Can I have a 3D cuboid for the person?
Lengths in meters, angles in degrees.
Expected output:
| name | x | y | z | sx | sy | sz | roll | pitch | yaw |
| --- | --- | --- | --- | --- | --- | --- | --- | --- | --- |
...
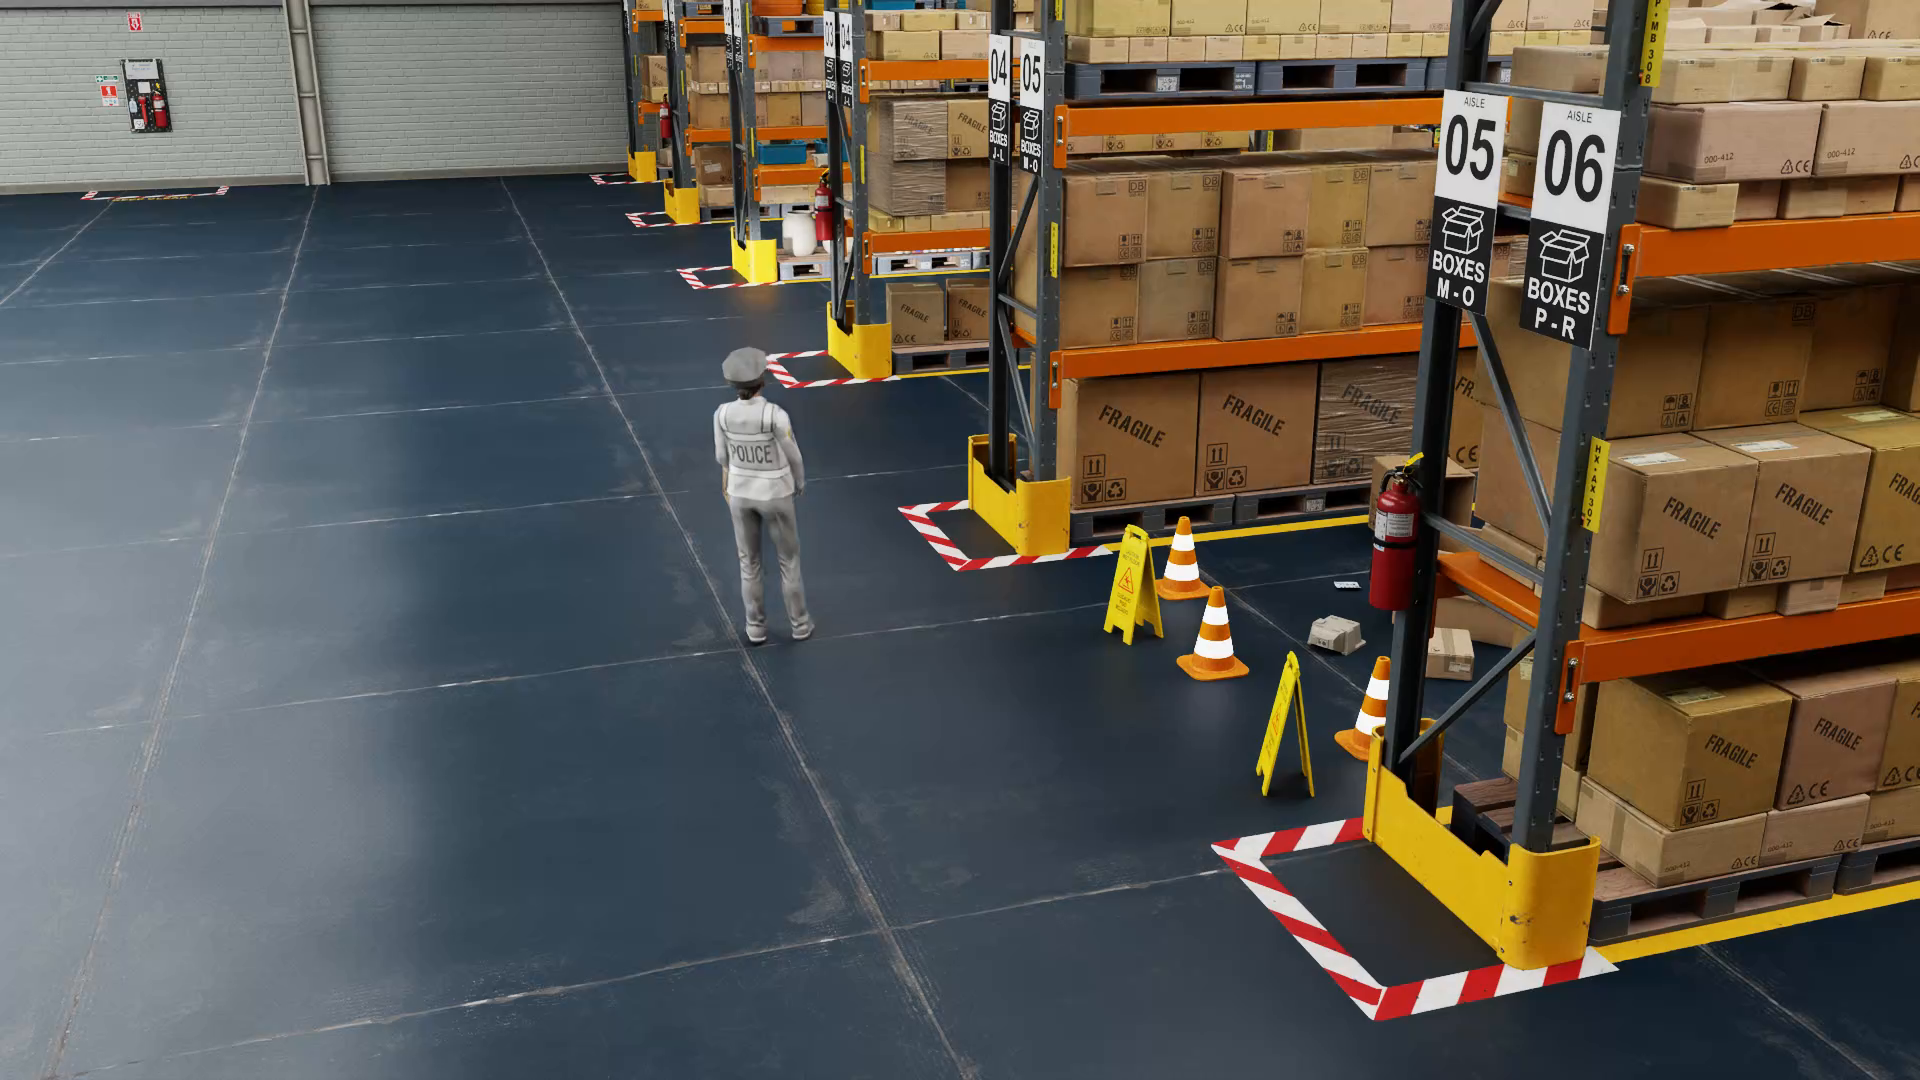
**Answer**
| name | x | y | z | sx | sy | sz | roll | pitch | yaw |
| --- | --- | --- | --- | --- | --- | --- | --- | --- | --- |
| person | -1.071 | -0.245 | 9.192 | 0.437 | 1.699 | 0.512 | 4 | 20 | 12 |
